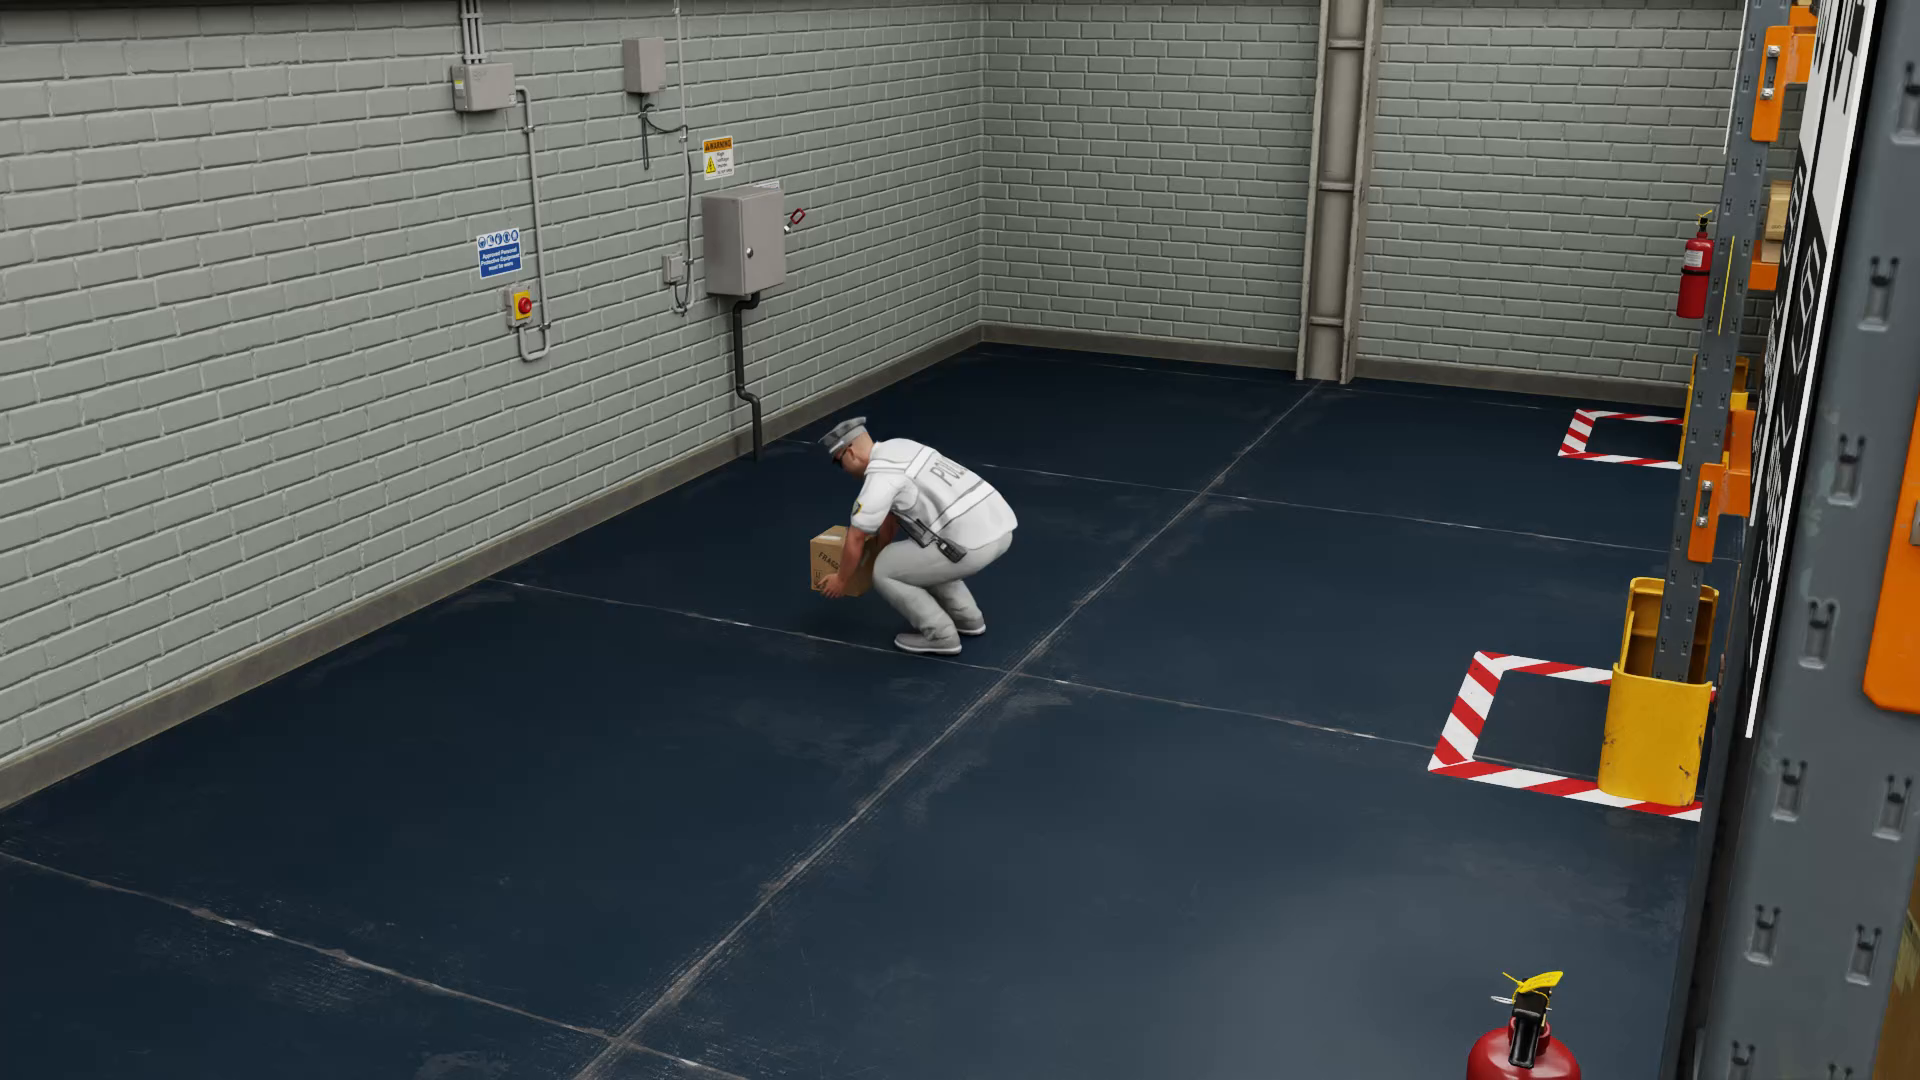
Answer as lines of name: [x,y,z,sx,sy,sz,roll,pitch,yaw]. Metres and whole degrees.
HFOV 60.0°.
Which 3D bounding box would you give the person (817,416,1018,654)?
person: [-0.213,-0.031,7.718,0.918,1.062,0.556,8,21,23]
